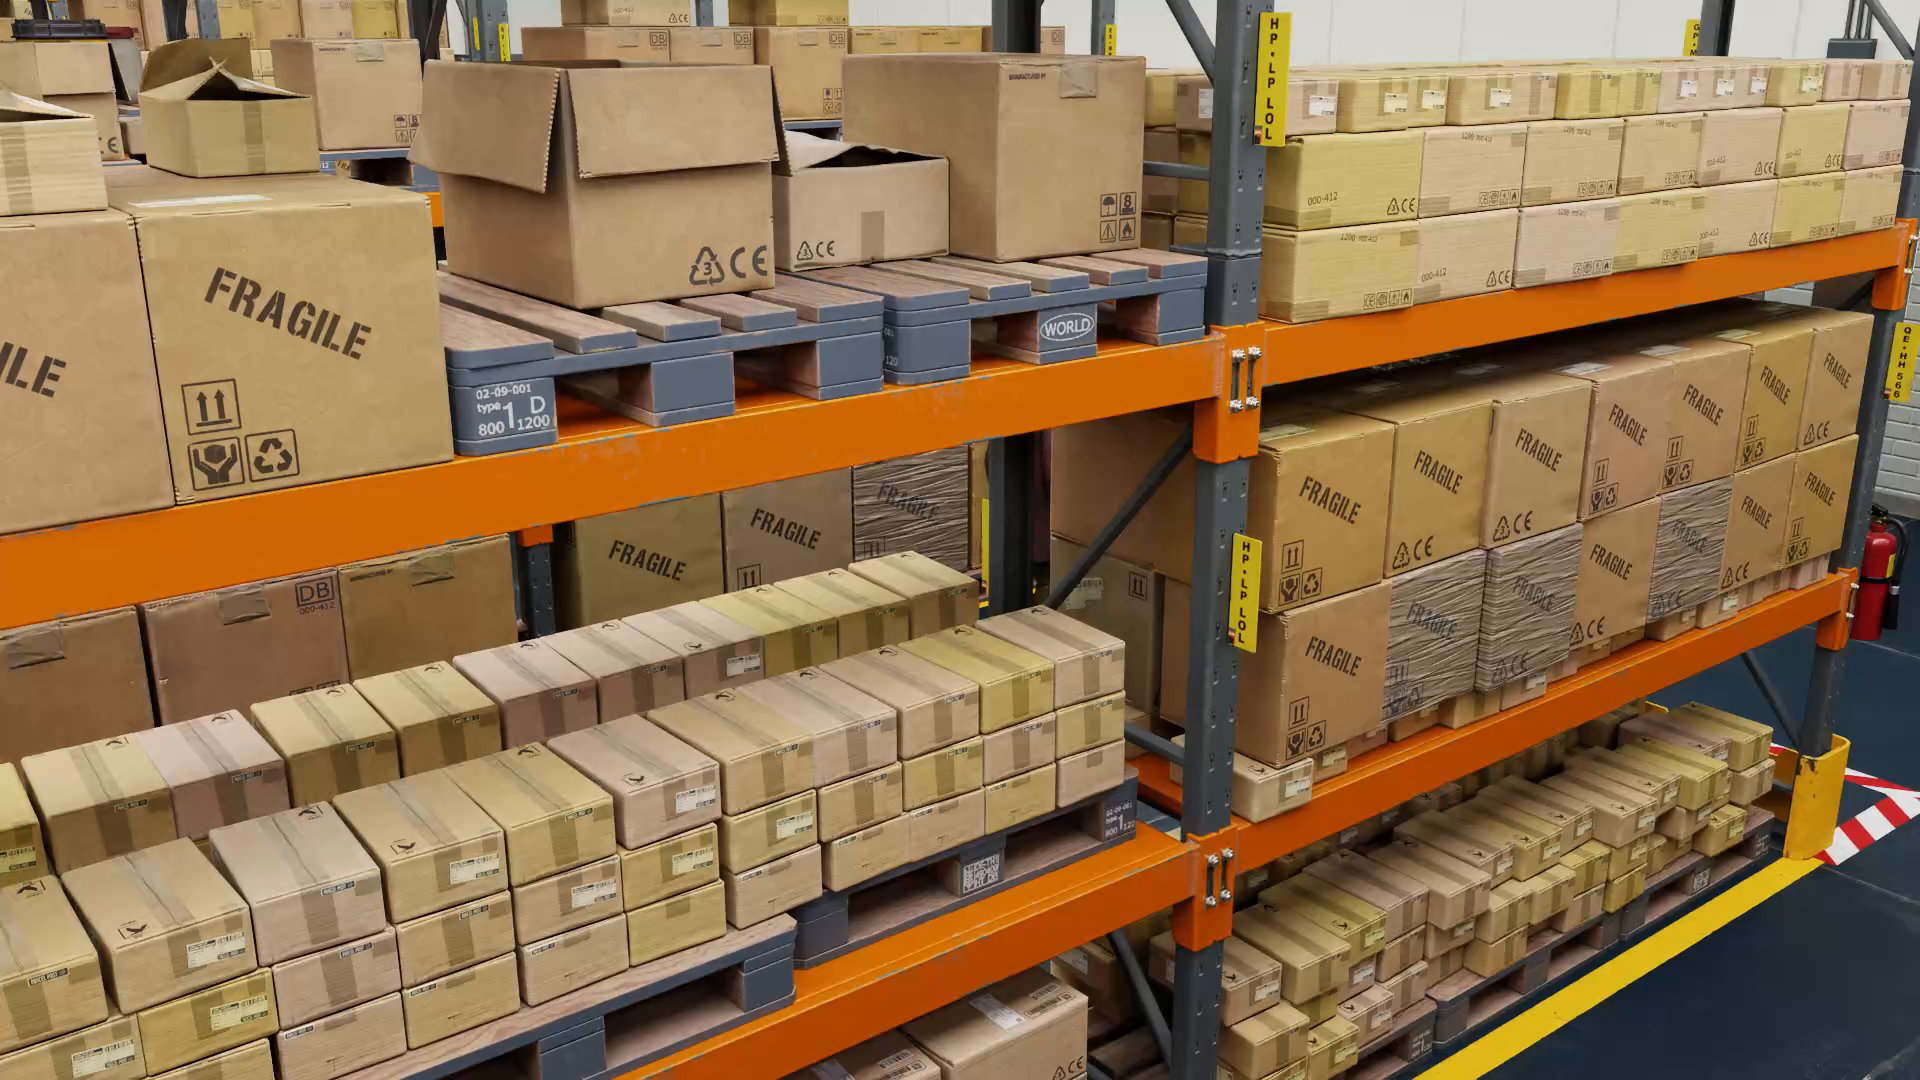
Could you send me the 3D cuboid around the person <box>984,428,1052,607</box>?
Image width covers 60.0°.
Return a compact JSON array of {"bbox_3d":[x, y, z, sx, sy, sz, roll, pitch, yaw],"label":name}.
[{"bbox_3d":[0.411,-0.148,9.549,0.428,1.772,0.640,-14,23,-39],"label":"person"}]
